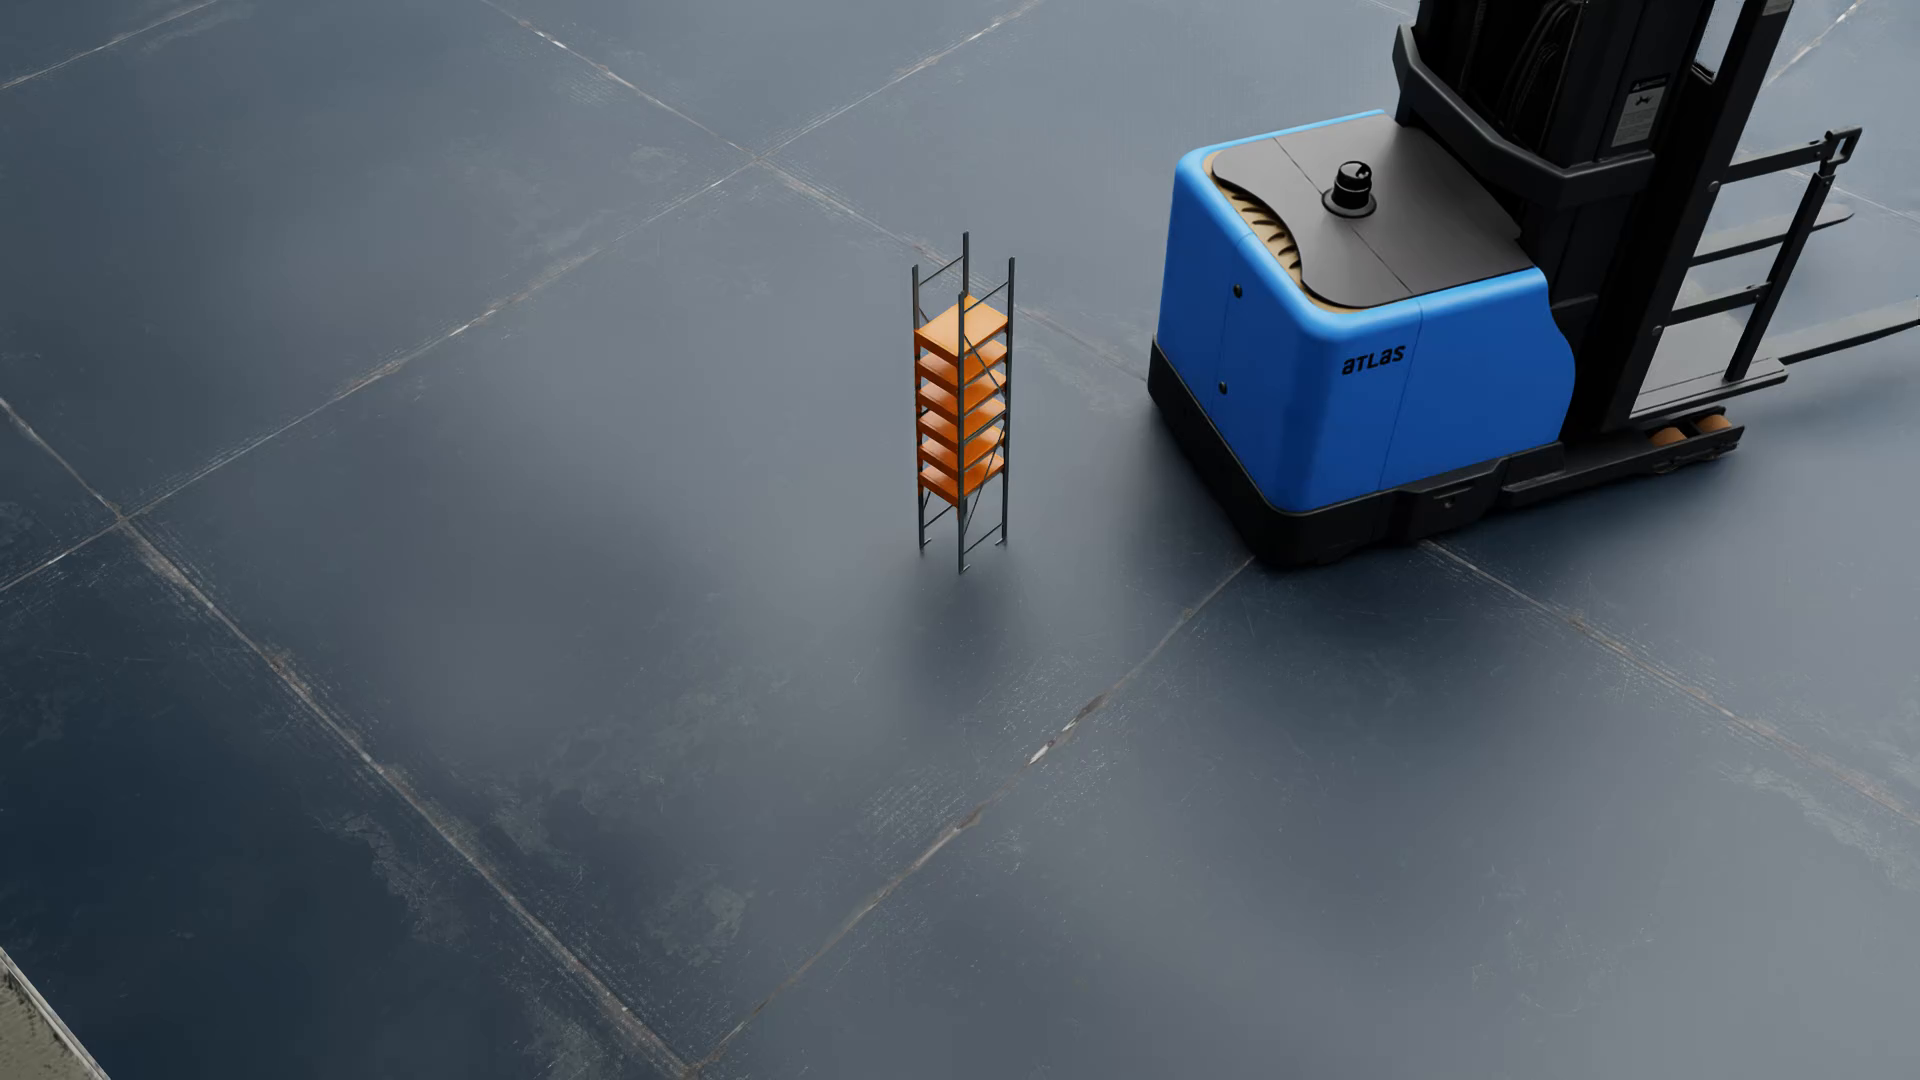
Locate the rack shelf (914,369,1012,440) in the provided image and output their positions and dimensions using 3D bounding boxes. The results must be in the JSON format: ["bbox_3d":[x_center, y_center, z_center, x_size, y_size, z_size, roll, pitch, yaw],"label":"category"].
[{"bbox_3d":[0.011,-0.455,5.242,0.180,0.103,0.258,34,55,28],"label":"rack shelf"}]

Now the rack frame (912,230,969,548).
[{"bbox_3d":[-0.057,-0.449,5.339,0.006,1.200,0.240,34,55,28],"label":"rack frame"}]

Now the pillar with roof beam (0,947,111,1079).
[{"bbox_3d":[1.402,-3.337,2.702,0.400,9.000,9.100,34,55,28],"label":"pillar with roof beam"}]

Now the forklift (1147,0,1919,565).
[{"bbox_3d":[2.267,-1.590,5.223,3.031,2.935,1.130,-15,49,-14],"label":"forklift"}]

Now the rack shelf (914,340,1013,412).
[{"bbox_3d":[0.011,-0.537,5.154,0.180,0.103,0.258,34,55,28],"label":"rack shelf"}]

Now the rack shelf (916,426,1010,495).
[{"bbox_3d":[0.011,-0.291,5.417,0.180,0.103,0.258,34,55,28],"label":"rack shelf"}]

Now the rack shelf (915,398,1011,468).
[{"bbox_3d":[0.011,-0.373,5.329,0.180,0.103,0.258,34,55,28],"label":"rack shelf"}]

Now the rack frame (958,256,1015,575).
[{"bbox_3d":[0.078,-0.358,5.254,0.006,1.200,0.240,34,55,28],"label":"rack frame"}]

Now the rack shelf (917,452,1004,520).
[{"bbox_3d":[0.011,-0.209,5.504,0.180,0.103,0.258,34,55,28],"label":"rack shelf"}]

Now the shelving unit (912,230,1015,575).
[{"bbox_3d":[0.011,-0.404,5.297,0.189,1.200,0.258,34,55,28],"label":"shelving unit"}]

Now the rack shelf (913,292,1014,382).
[{"bbox_3d":[0.011,-0.620,5.067,0.180,0.103,0.258,34,55,28],"label":"rack shelf"}]
